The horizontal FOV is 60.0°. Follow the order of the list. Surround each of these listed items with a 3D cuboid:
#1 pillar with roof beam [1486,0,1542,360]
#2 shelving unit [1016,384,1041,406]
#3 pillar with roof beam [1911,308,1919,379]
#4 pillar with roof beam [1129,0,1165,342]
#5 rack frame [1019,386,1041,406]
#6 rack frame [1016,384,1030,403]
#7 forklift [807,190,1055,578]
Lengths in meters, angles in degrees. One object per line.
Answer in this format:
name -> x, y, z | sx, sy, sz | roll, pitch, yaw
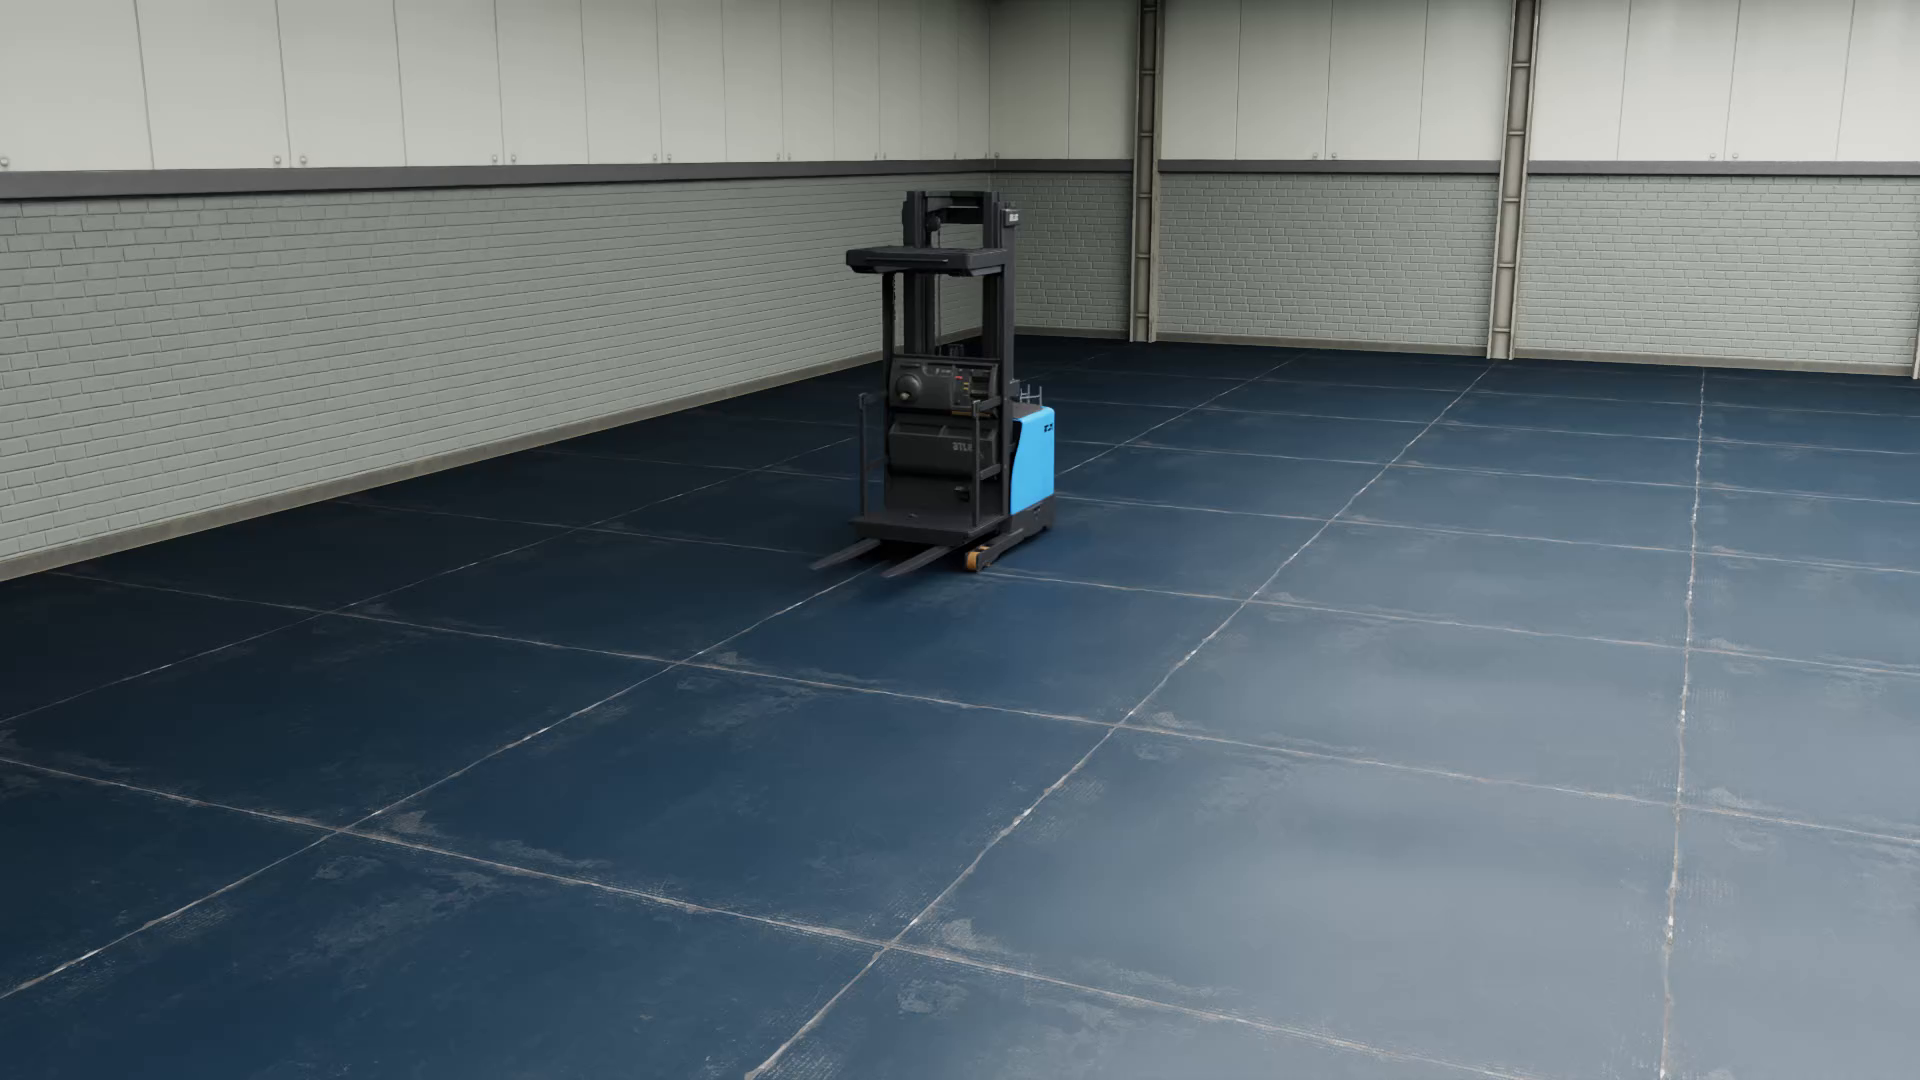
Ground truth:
pillar with roof beam -> 6.942, -6.409, 21.869 | 0.400, 9.000, 9.100 | 6, 14, 23
shelving unit -> 0.582, -0.785, 14.964 | 0.258, 1.200, 0.189 | -9, 15, -32
pillar with roof beam -> 12.427, -5.854, 19.503 | 0.400, 9.000, 9.100 | 6, 14, 23
pillar with roof beam -> 1.456, -6.964, 24.235 | 0.400, 9.000, 9.100 | 6, 14, 23
rack frame -> 0.631, -0.769, 14.889 | 0.240, 1.200, 0.006 | -9, 15, -32
rack frame -> 0.532, -0.801, 15.039 | 0.240, 1.200, 0.006 | -9, 15, -32
forklift -> -0.221, -1.284, 13.310 | 1.130, 2.935, 3.031 | 6, 14, 23
